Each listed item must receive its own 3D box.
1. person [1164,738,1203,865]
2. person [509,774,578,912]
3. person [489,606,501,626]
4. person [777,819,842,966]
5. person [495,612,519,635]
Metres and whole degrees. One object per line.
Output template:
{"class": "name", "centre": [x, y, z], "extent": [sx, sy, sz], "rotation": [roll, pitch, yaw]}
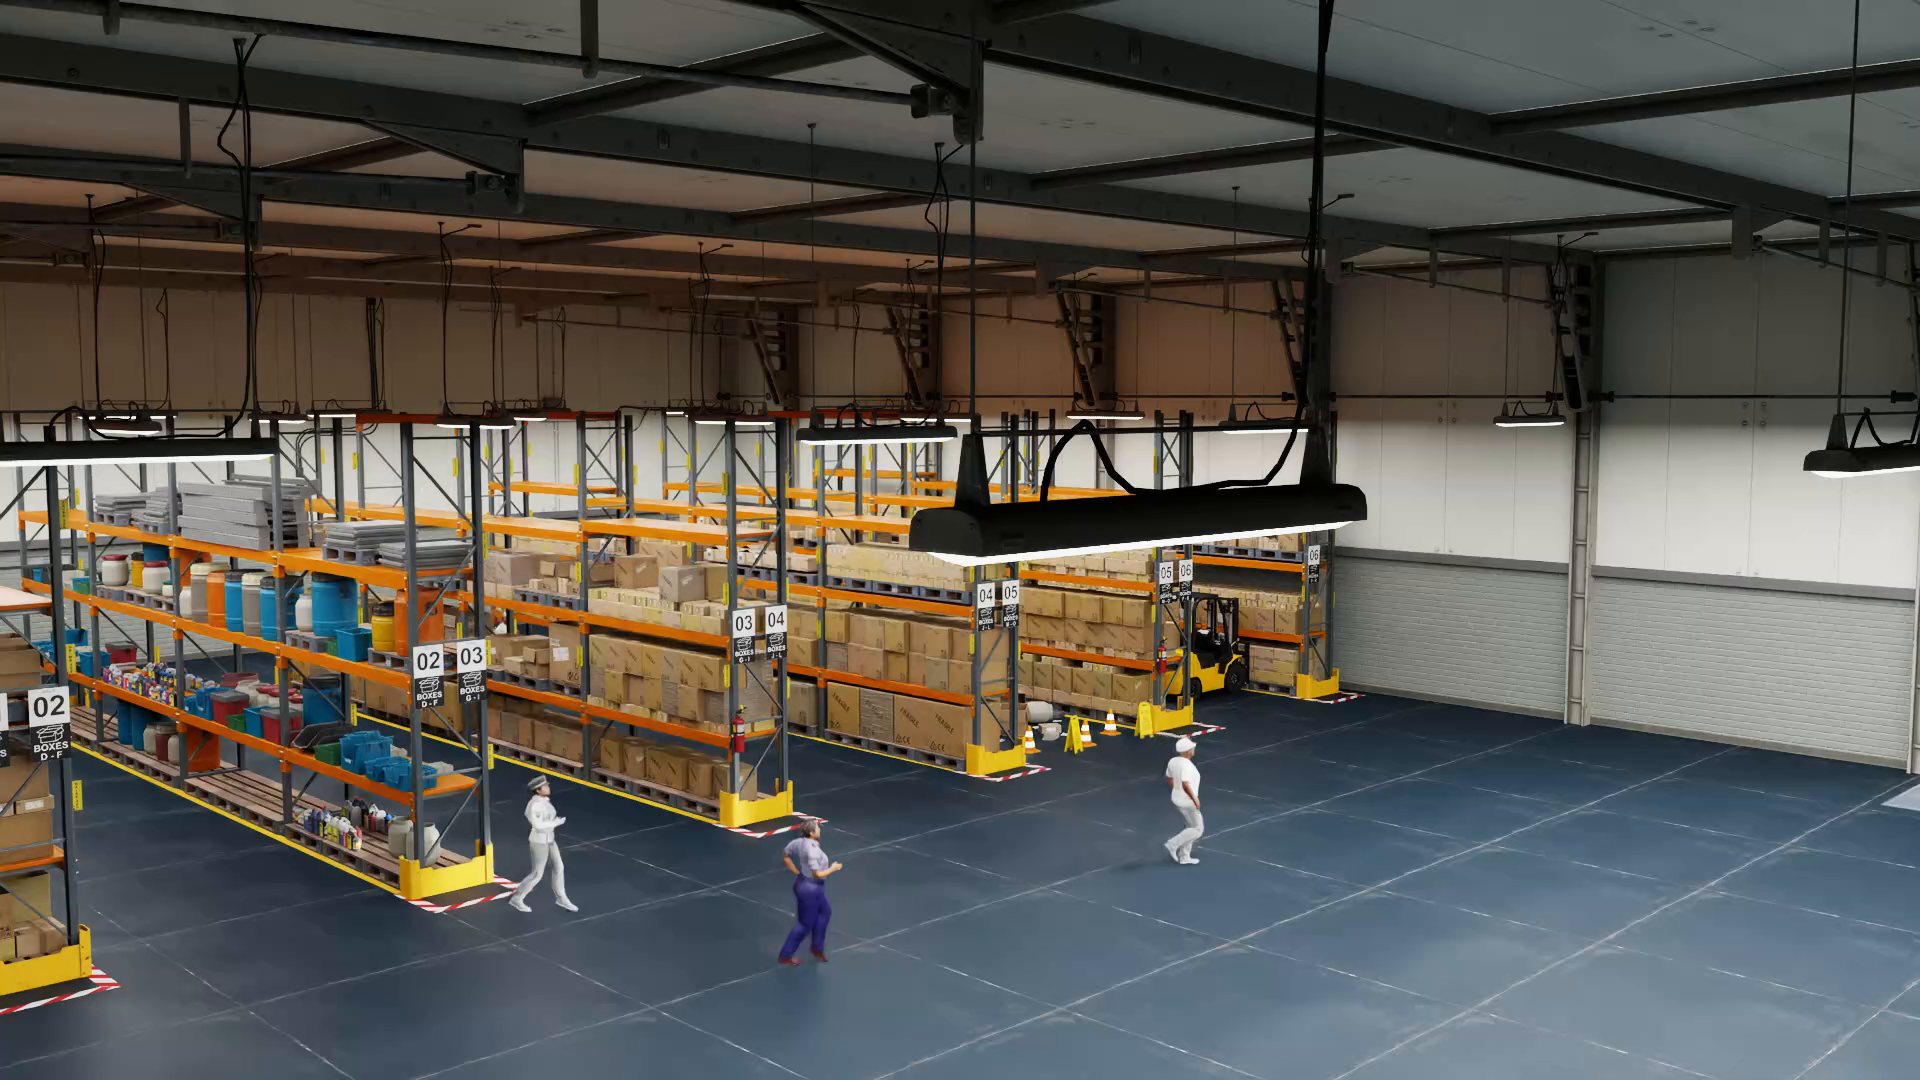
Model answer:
{"class": "person", "centre": [2.992, 3.529, 22.402], "extent": [0.558, 1.727, 0.713], "rotation": [-1, 5, -14]}
{"class": "person", "centre": [-5.097, 3.715, 20.260], "extent": [0.794, 1.741, 0.615], "rotation": [0, 5, -3]}
{"class": "person", "centre": [-11.402, 2.026, 40.567], "extent": [0.757, 1.583, 0.583], "rotation": [-1, 5, -8]}
{"class": "person", "centre": [-1.674, 3.928, 18.396], "extent": [0.746, 1.707, 0.583], "rotation": [-2, 5, -20]}
{"class": "person", "centre": [-9.891, 2.380, 36.330], "extent": [0.624, 1.642, 0.620], "rotation": [-4, 6, -40]}
